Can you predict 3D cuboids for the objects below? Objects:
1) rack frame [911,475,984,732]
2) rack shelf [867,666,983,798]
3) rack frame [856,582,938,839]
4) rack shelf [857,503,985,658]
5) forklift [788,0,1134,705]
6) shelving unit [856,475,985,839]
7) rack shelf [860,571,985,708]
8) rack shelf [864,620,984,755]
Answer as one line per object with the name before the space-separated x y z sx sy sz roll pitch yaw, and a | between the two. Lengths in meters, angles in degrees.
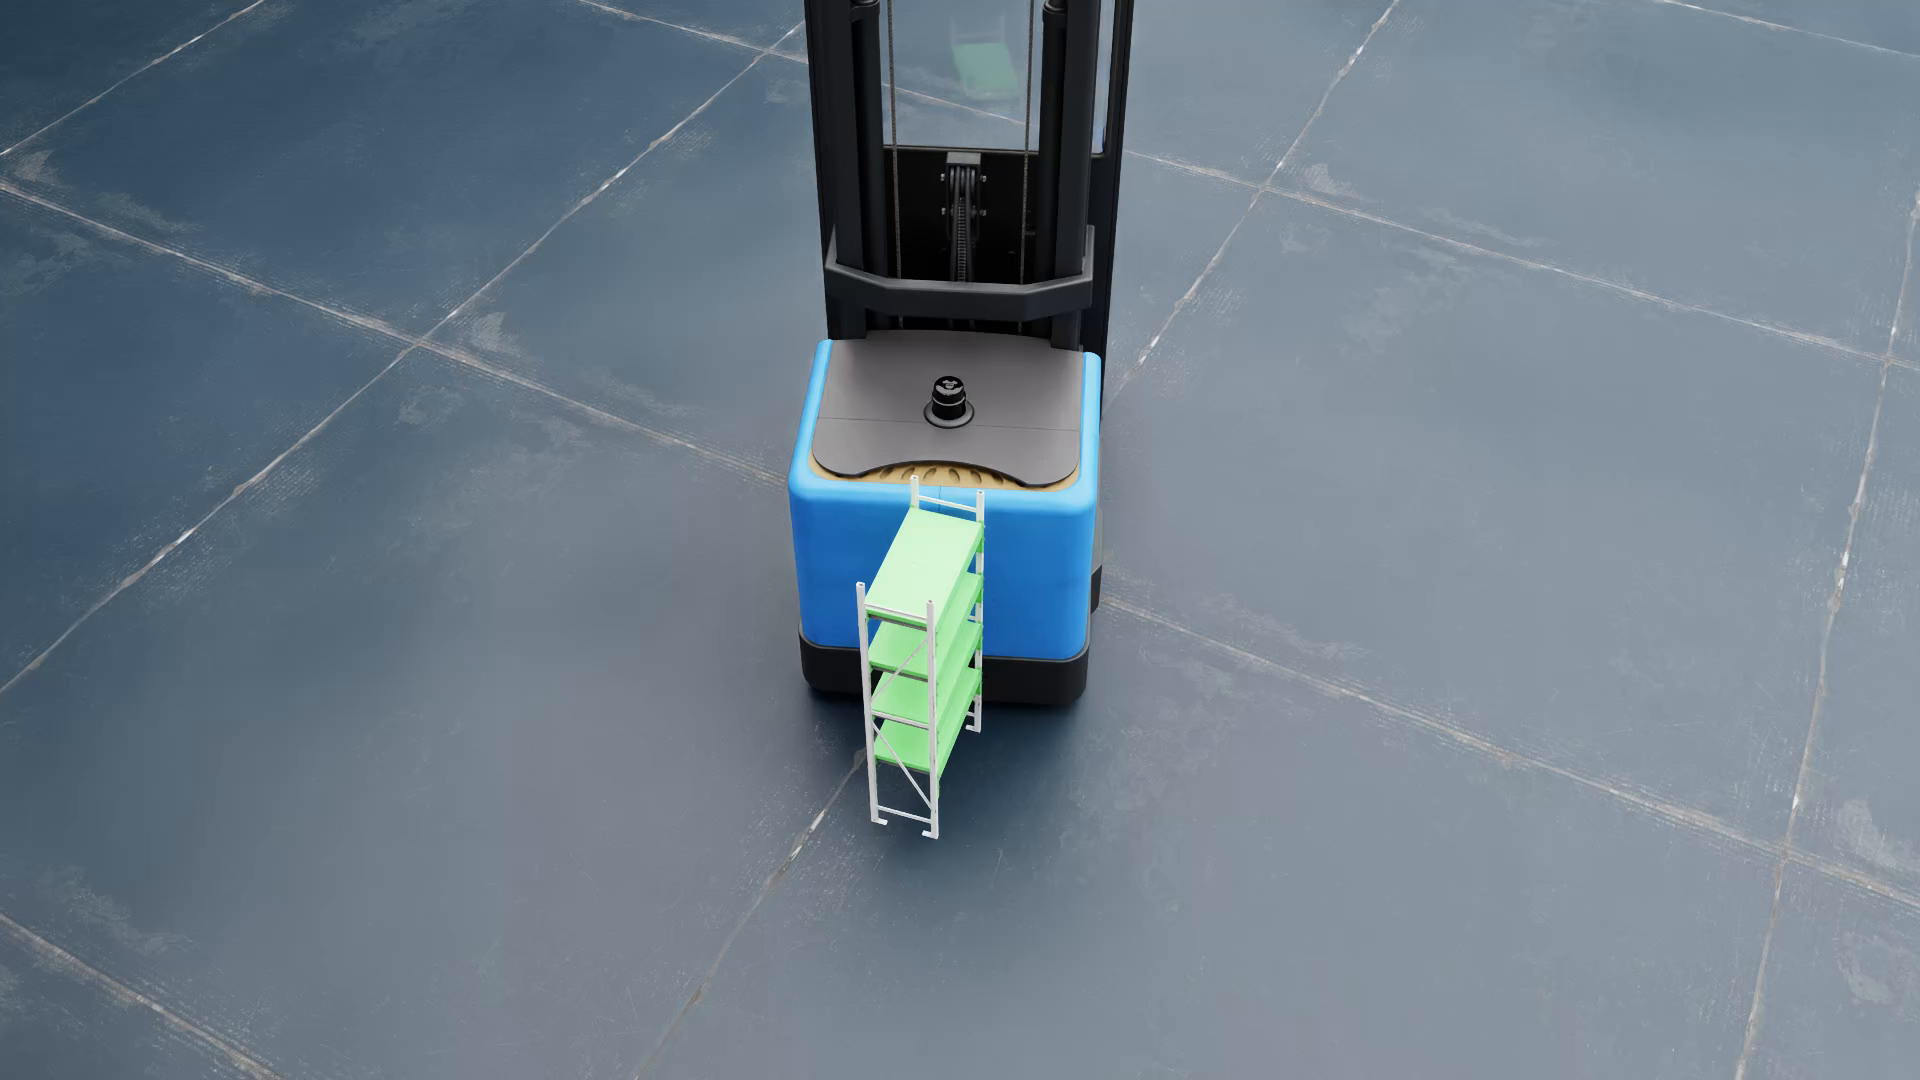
rack frame | -0.040 0.248 5.661 0.240 1.200 0.015 13 47 13
rack shelf | -0.116 0.626 5.715 0.258 0.148 0.480 13 47 13
rack frame | -0.191 0.578 5.335 0.240 1.200 0.015 13 47 13
rack shelf | -0.116 0.120 5.202 0.258 0.148 0.480 13 47 13
forklift | 0.049 -1.476 6.148 1.130 2.935 3.031 3 45 3
shelving unit | -0.116 0.413 5.498 0.258 1.200 0.503 13 47 13
rack shelf | -0.116 0.289 5.373 0.258 0.148 0.480 13 47 13
rack shelf | -0.116 0.458 5.544 0.258 0.148 0.480 13 47 13
